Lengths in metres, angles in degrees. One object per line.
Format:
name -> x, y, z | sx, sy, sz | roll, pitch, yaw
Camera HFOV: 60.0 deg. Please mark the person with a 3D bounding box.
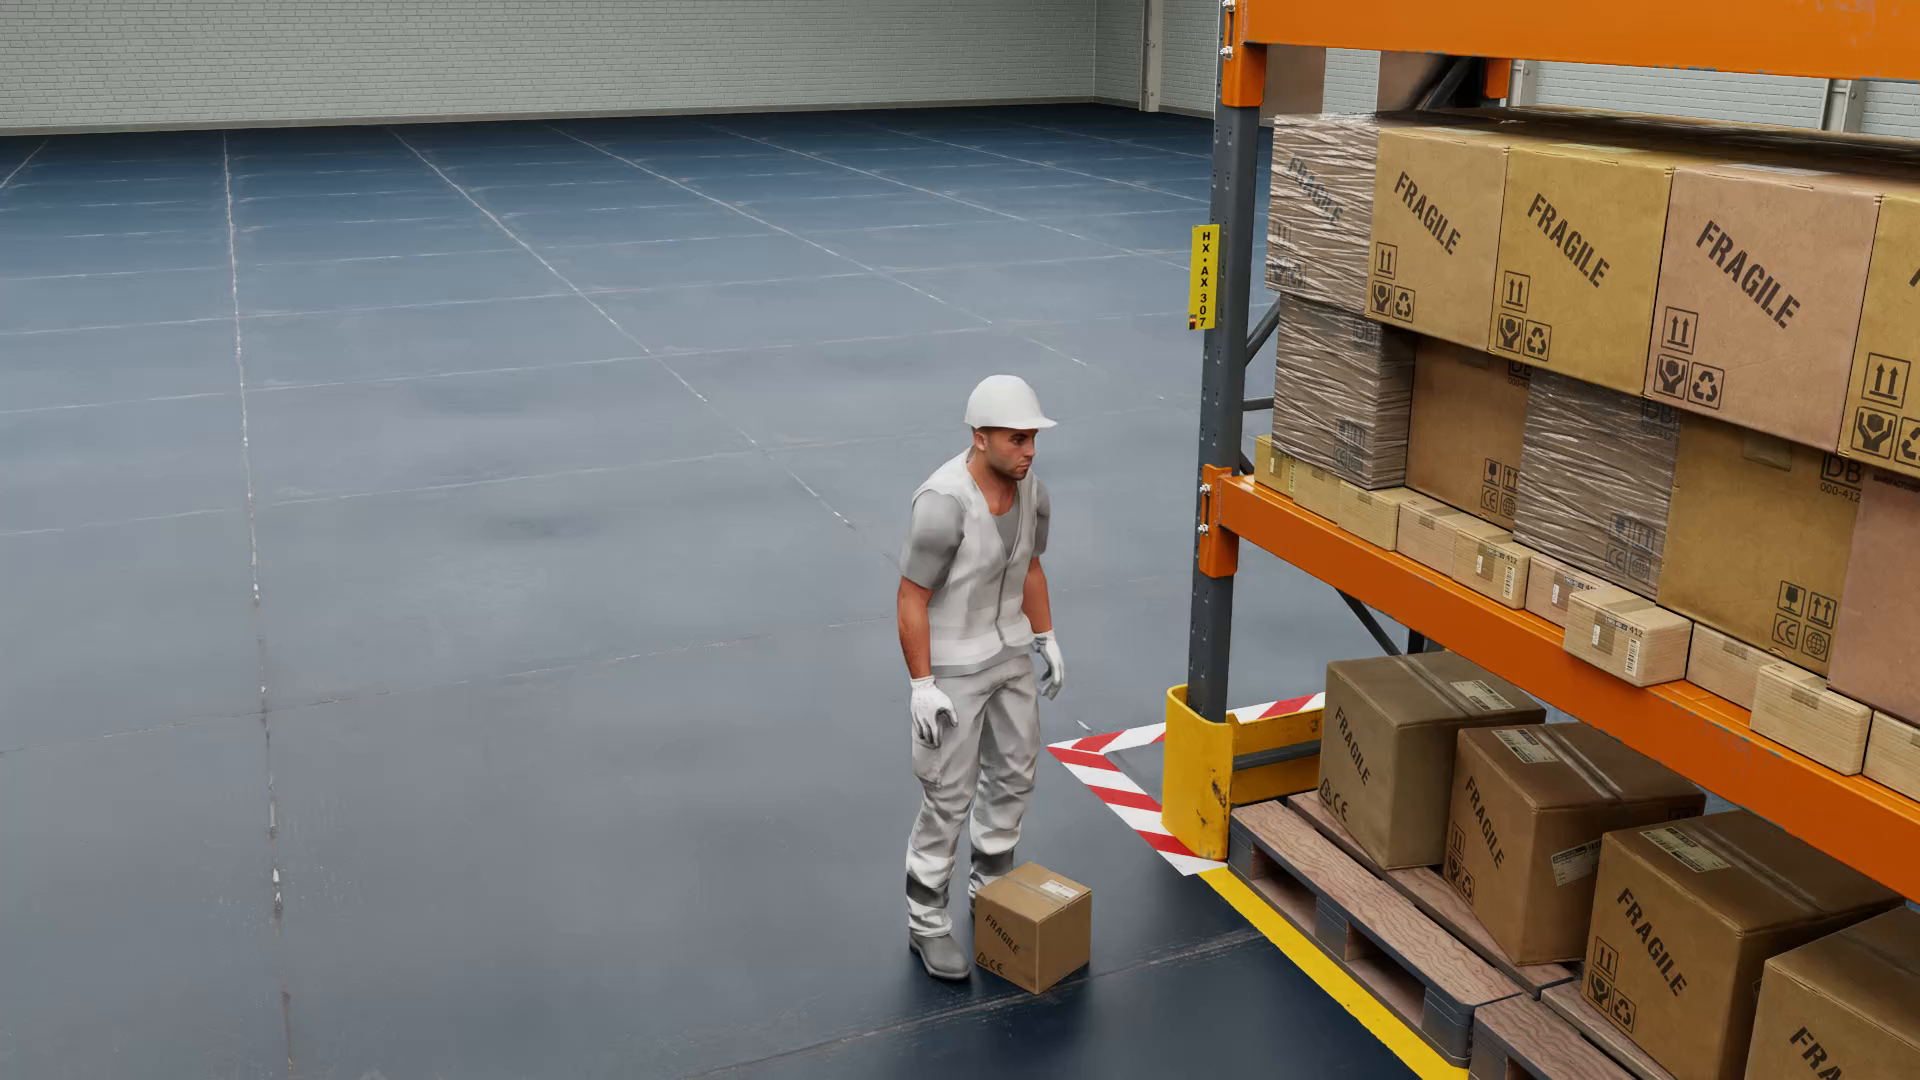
person -> 0.070, 0.381, 4.906 | 0.623, 1.781, 0.446 | -18, 25, -42
